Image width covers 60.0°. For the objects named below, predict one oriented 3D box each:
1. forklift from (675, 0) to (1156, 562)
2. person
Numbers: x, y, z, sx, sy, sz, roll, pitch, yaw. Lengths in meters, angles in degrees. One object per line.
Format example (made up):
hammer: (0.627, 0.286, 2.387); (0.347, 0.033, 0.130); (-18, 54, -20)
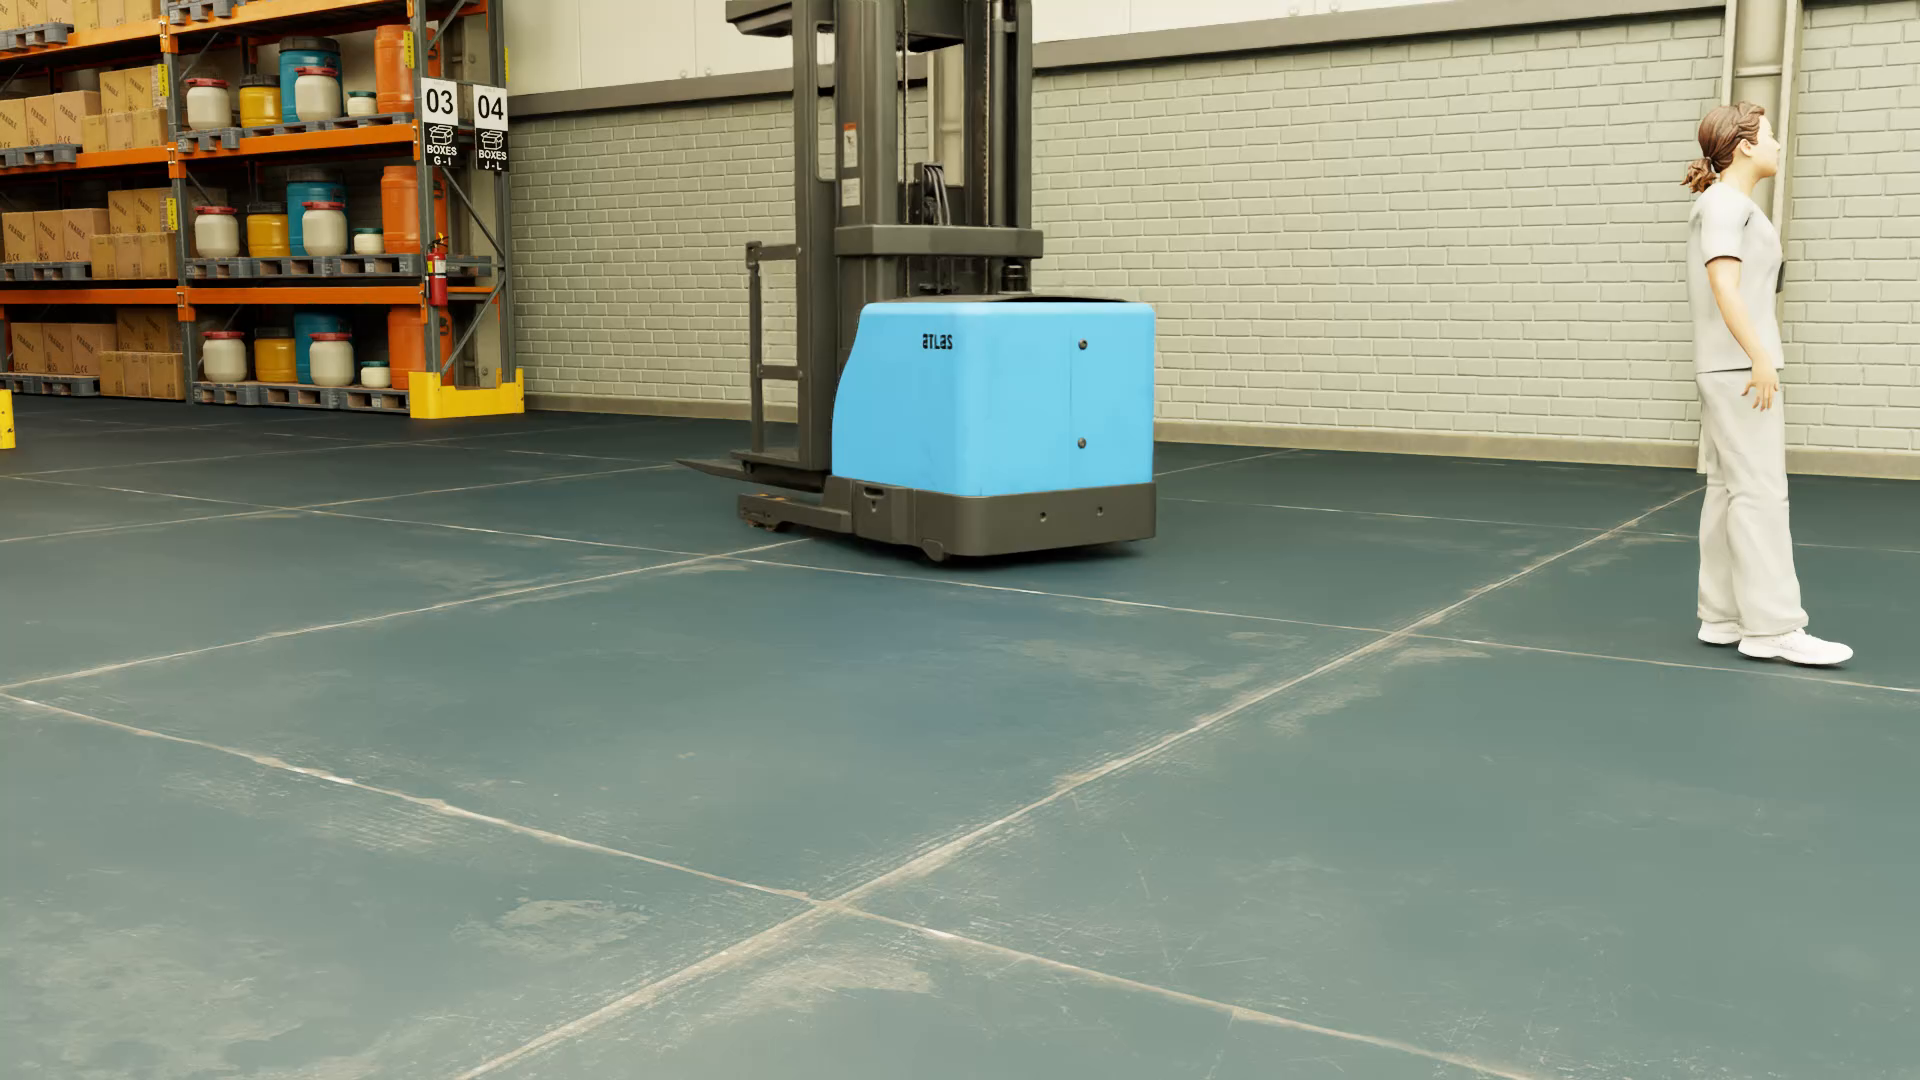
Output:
forklift: (-0.417, -1.525, 7.917); (1.130, 2.935, 3.031); (-6, 10, -35)
person: (2.471, -0.499, 5.112); (0.549, 1.675, 0.549); (3, 9, 23)
